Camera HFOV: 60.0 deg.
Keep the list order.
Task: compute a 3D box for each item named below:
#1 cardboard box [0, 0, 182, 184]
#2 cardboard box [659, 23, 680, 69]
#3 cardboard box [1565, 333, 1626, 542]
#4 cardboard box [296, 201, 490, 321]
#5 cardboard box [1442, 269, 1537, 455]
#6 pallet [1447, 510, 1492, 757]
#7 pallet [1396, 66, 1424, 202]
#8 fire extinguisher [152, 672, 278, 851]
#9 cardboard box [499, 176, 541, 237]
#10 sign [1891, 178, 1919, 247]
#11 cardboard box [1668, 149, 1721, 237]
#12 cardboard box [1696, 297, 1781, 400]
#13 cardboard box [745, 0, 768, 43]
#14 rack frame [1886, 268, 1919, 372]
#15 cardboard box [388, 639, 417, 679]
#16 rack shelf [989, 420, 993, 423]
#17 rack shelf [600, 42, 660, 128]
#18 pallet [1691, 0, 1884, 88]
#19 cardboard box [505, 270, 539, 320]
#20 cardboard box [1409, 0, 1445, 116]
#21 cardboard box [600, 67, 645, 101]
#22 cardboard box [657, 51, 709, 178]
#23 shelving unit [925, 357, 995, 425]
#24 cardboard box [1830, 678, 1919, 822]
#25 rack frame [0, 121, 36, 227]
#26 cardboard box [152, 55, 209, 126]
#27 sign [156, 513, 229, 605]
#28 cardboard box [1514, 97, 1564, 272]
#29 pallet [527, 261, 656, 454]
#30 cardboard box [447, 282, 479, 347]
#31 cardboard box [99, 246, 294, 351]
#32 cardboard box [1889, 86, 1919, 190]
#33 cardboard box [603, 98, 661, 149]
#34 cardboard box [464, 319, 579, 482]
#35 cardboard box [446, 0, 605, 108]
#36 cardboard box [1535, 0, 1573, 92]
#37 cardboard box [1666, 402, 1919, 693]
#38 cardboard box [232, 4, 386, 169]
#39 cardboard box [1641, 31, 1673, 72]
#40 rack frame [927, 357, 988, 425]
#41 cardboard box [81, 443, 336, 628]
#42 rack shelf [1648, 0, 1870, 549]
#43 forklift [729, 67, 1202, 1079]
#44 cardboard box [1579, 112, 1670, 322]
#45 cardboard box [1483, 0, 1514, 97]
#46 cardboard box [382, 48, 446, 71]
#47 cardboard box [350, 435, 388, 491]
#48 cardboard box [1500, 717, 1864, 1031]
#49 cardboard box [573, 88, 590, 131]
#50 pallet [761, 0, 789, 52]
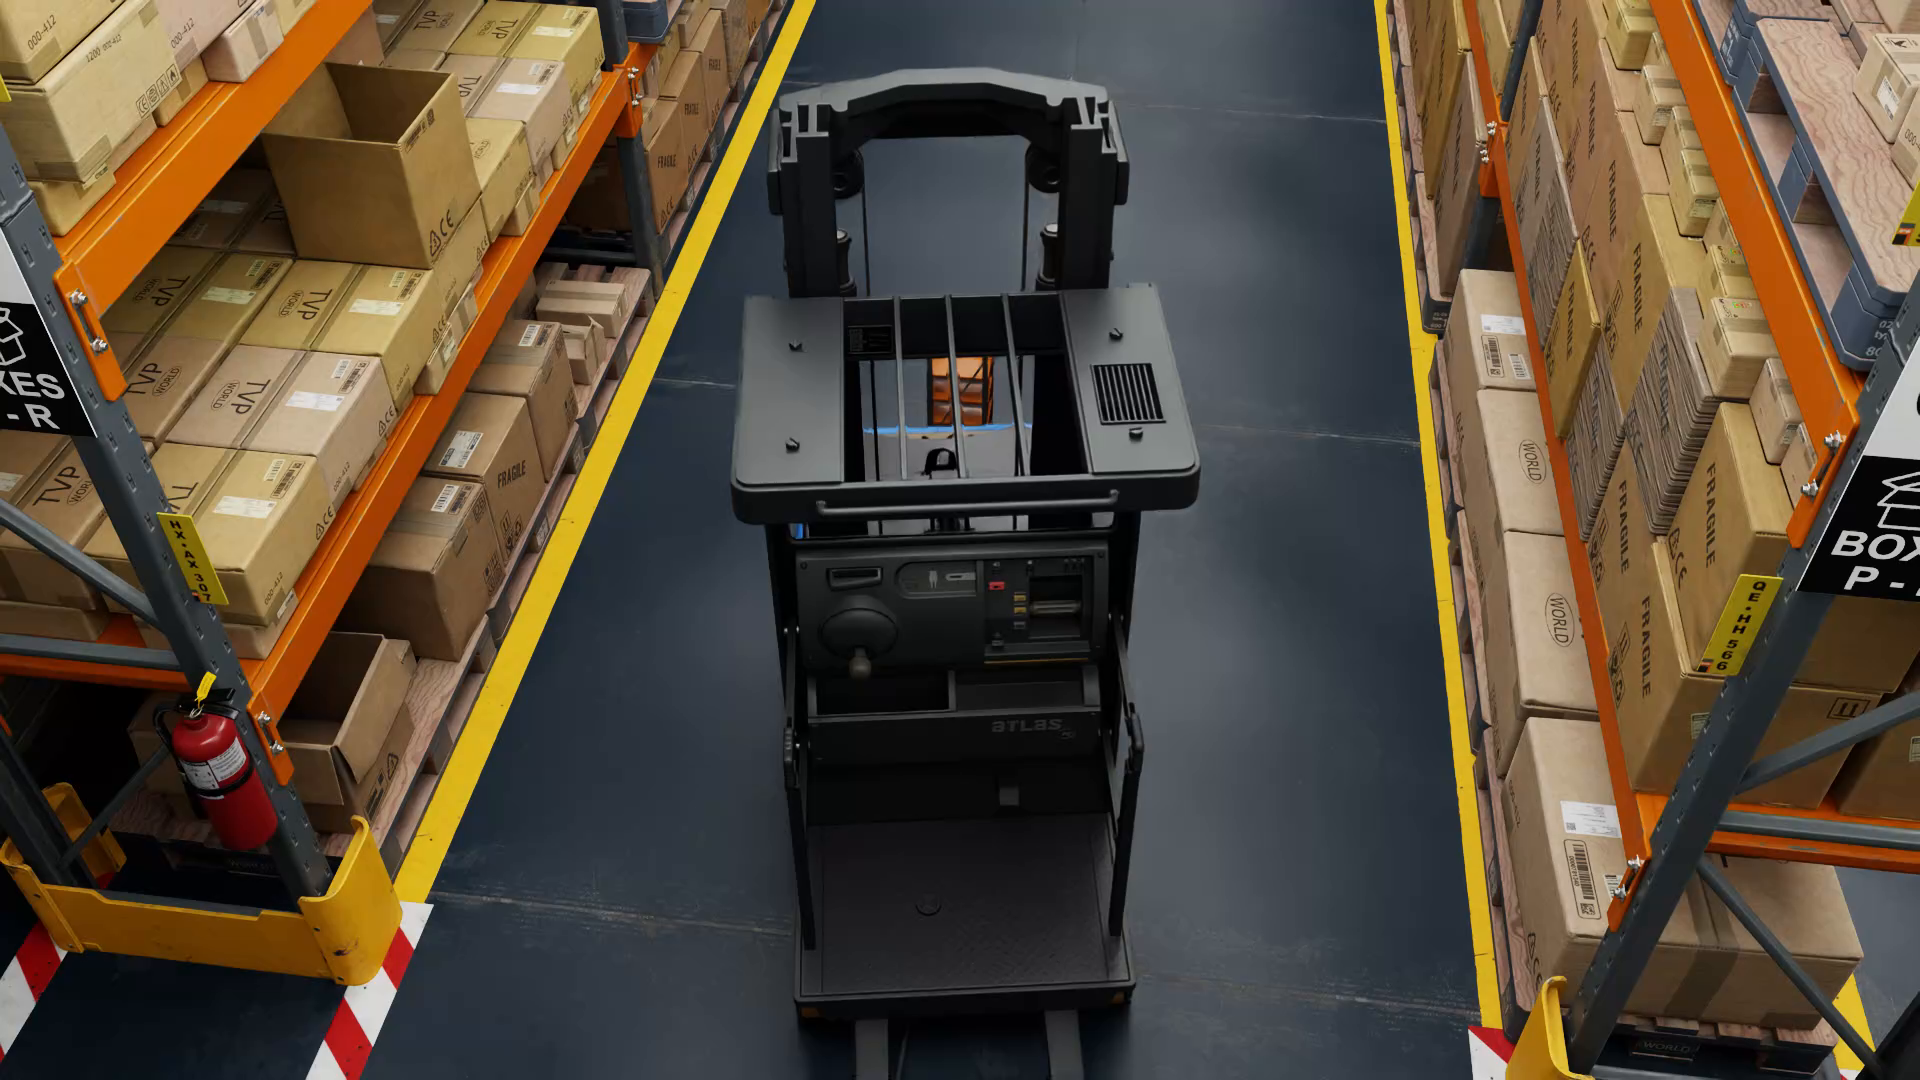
[{"bbox_3d":[-2.242,-1.103,3.966,0.500,0.250,0.500,5,44,5],"label":"cardboard box"},{"bbox_3d":[-1.726,-2.669,8.950,0.380,0.149,0.250,5,44,5],"label":"cardboard box"},{"bbox_3d":[2.290,-0.315,5.350,0.500,0.500,0.500,6,44,7],"label":"cardboard box"},{"bbox_3d":[-2.068,-1.060,6.103,0.500,0.250,0.500,4,44,4],"label":"cardboard box"},{"bbox_3d":[2.688,-0.764,7.455,0.875,0.438,0.875,5,44,5],"label":"cardboard box"},{"bbox_3d":[2.541,0.398,6.698,1.003,0.211,1.213,5,44,6],"label":"pallet"},{"bbox_3d":[3.064,-2.314,9.562,1.003,0.211,1.213,5,44,6],"label":"pallet"},{"bbox_3d":[-2.133,0.624,4.759,0.296,0.674,0.183,5,44,6],"label":"fire extinguisher"},{"bbox_3d":[-1.925,-1.365,6.715,0.380,0.149,0.250,5,44,5],"label":"cardboard box"},{"bbox_3d":[1.813,-0.674,3.035,0.100,0.325,0.005,5,44,6],"label":"sign"},{"bbox_3d":[2.312,-1.006,4.881,0.380,0.149,0.250,6,44,7],"label":"cardboard box"},{"bbox_3d":[2.158,-0.490,4.336,0.380,0.149,0.250,5,44,5],"label":"cardboard box"},{"bbox_3d":[-1.500,-3.374,10.167,0.500,0.500,0.500,7,44,7],"label":"cardboard box"},{"bbox_3d":[2.349,-1.412,2.218,1.000,3.000,0.127,5,44,6],"label":"rack frame"},{"bbox_3d":[-2.302,0.506,6.324,0.380,0.149,0.250,4,44,4],"label":"cardboard box"},{"bbox_3d":[0.002,-0.413,6.901,0.258,0.103,0.180,5,44,6],"label":"rack shelf"},{"bbox_3d":[-1.779,-3.510,9.321,1.077,0.370,4.000,5,44,6],"label":"rack shelf"},{"bbox_3d":[2.595,-1.631,4.696,1.003,0.211,1.213,5,44,6],"label":"pallet"},{"bbox_3d":[-2.365,-1.156,7.961,0.500,0.311,0.500,7,44,7],"label":"cardboard box"},{"bbox_3d":[3.111,-2.996,9.495,0.875,0.875,0.875,6,44,6],"label":"cardboard box"},{"bbox_3d":[-1.792,-2.222,8.262,0.380,0.149,0.250,5,44,5],"label":"cardboard box"},{"bbox_3d":[-1.695,-2.326,9.060,0.500,0.500,0.500,5,44,5],"label":"cardboard box"},{"bbox_3d":[0.002,-0.446,6.870,0.258,1.200,0.189,5,44,6],"label":"shelving unit"},{"bbox_3d":[2.697,0.429,4.565,0.500,0.500,0.500,5,44,5],"label":"cardboard box"},{"bbox_3d":[-2.572,-1.861,2.692,1.000,3.000,0.127,5,44,6],"label":"rack frame"},{"bbox_3d":[-2.240,-1.231,4.391,0.380,0.149,0.250,5,44,6],"label":"cardboard box"},{"bbox_3d":[-2.034,0.053,4.405,0.100,0.325,0.005,5,44,6],"label":"sign"},{"bbox_3d":[2.486,-1.357,6.451,0.500,0.500,0.500,5,44,6],"label":"cardboard box"},{"bbox_3d":[-2.135,-0.928,8.099,1.003,0.211,1.213,5,44,6],"label":"pallet"},{"bbox_3d":[-2.022,-0.845,6.165,0.380,0.149,0.250,6,44,6],"label":"cardboard box"},{"bbox_3d":[-2.634,-0.762,5.788,0.500,0.250,0.500,7,44,7],"label":"cardboard box"},{"bbox_3d":[2.319,-0.772,3.455,0.500,0.250,0.500,2,43,2],"label":"cardboard box"},{"bbox_3d":[-1.732,-2.109,8.359,0.380,0.149,0.250,7,44,7],"label":"cardboard box"},{"bbox_3d":[-2.108,-0.622,7.260,0.700,0.500,0.500,4,44,4],"label":"cardboard box"},{"bbox_3d":[-1.868,-2.093,7.193,0.500,0.250,0.500,6,44,7],"label":"cardboard box"},{"bbox_3d":[2.575,-2.056,6.462,0.500,0.500,0.500,6,44,6],"label":"cardboard box"},{"bbox_3d":[2.177,0.017,4.273,0.500,0.500,0.500,7,44,7],"label":"cardboard box"},{"bbox_3d":[-2.504,-1.743,6.279,0.500,0.500,0.500,4,44,4],"label":"cardboard box"},{"bbox_3d":[2.460,-1.528,5.432,0.380,0.149,0.250,5,44,5],"label":"cardboard box"},{"bbox_3d":[-0.010,-0.383,6.804,0.240,1.200,0.006,5,44,6],"label":"rack frame"},{"bbox_3d":[-2.245,-0.020,5.005,0.500,0.250,0.500,5,44,6],"label":"cardboard box"},{"bbox_3d":[2.613,-1.425,4.937,1.077,0.370,4.000,5,44,6],"label":"rack shelf"},{"bbox_3d":[-0.006,0.298,4.825,1.130,2.935,3.031,-2,43,-2],"label":"forklift"},{"bbox_3d":[2.354,-1.021,5.369,0.500,0.500,0.500,5,44,5],"label":"cardboard box"},{"bbox_3d":[2.687,-2.234,7.559,0.500,0.250,0.500,4,44,5],"label":"cardboard box"},{"bbox_3d":[-2.435,-1.806,6.891,0.500,0.250,0.500,5,44,5],"label":"cardboard box"},{"bbox_3d":[-2.174,-0.317,5.608,0.380,0.149,0.250,7,44,7],"label":"cardboard box"},{"bbox_3d":[2.337,1.085,5.502,0.875,0.438,0.875,4,44,4],"label":"cardboard box"},{"bbox_3d":[-1.848,-1.897,7.277,0.380,0.149,0.250,6,44,7],"label":"cardboard box"},{"bbox_3d":[-1.650,-3.616,10.938,1.003,0.211,1.213,5,44,6],"label":"pallet"}]
